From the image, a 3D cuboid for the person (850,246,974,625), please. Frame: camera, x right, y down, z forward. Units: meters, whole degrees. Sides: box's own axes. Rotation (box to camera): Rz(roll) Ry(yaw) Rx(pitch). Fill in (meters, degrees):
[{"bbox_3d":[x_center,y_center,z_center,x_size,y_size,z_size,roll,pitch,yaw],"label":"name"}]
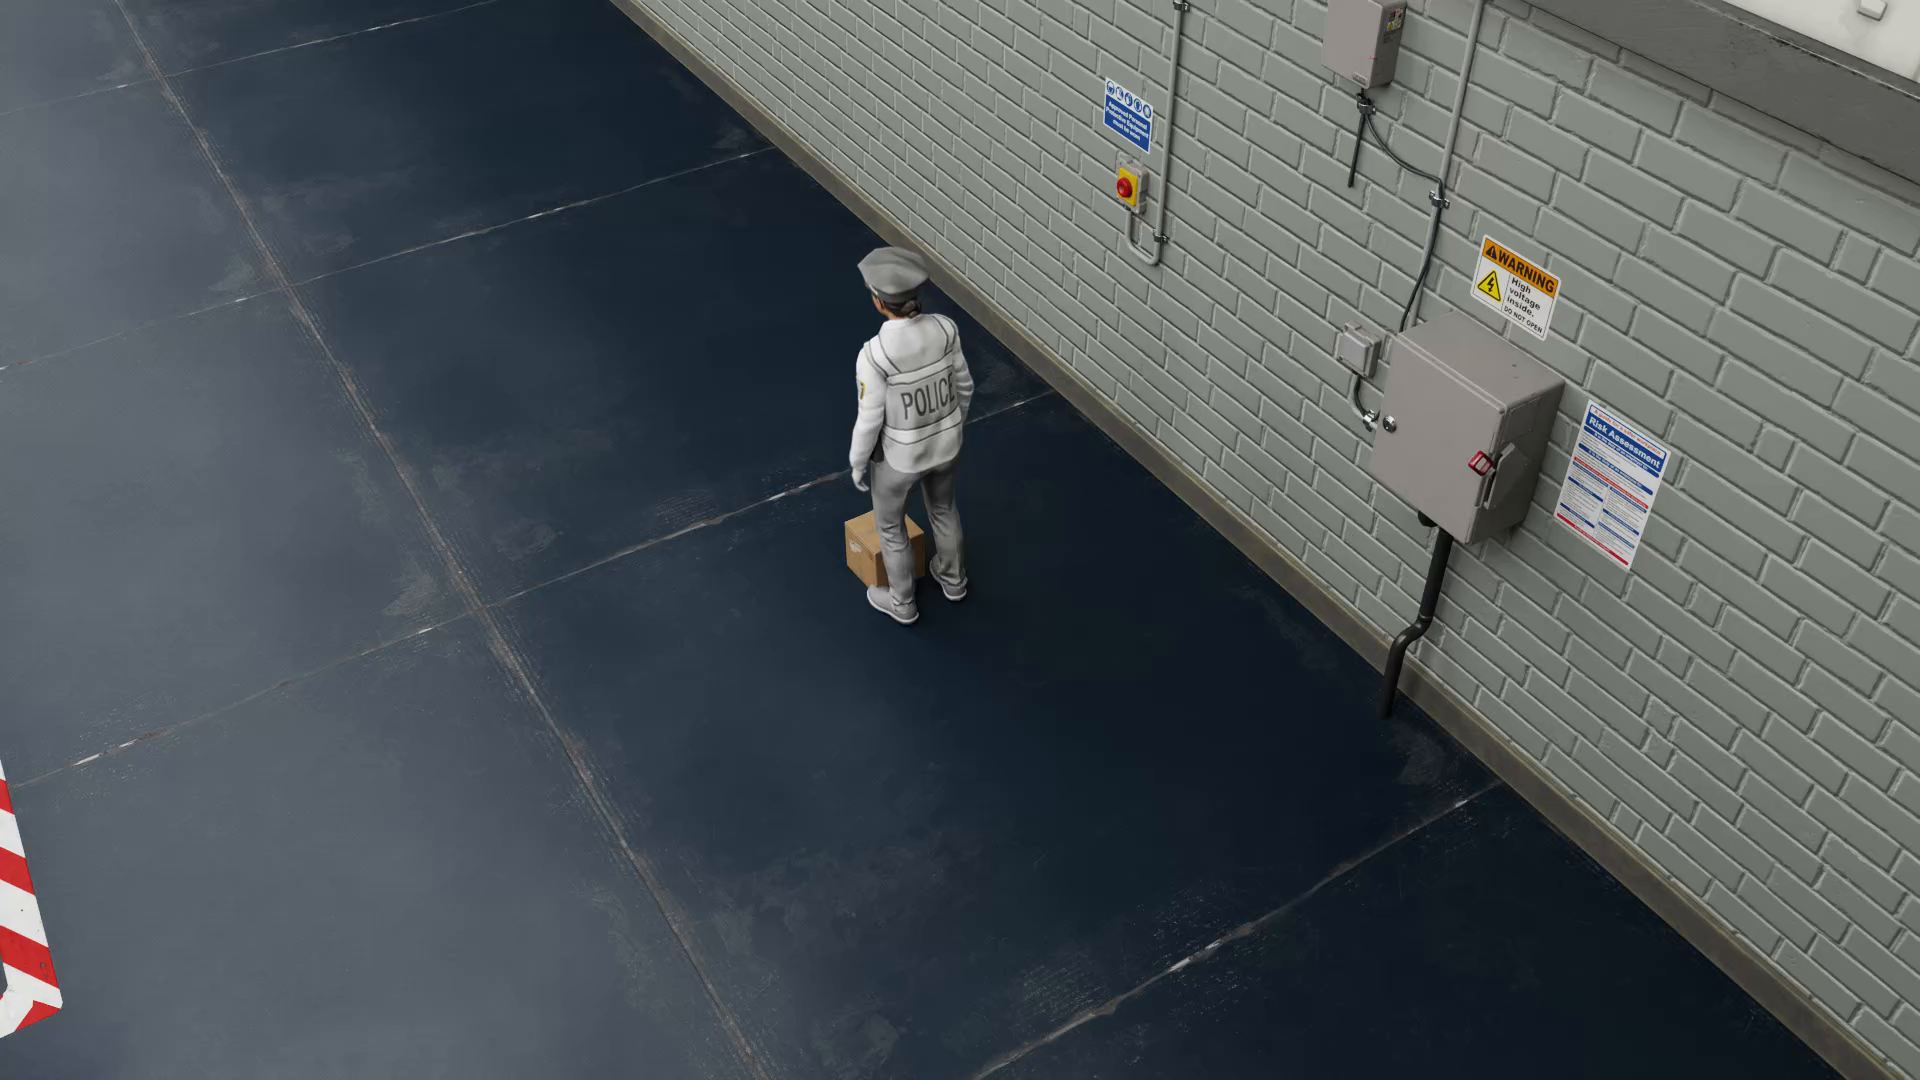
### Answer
[{"bbox_3d":[-0.194,-0.365,6.575,0.539,1.663,0.377,-24,46,-25],"label":"person"}]
